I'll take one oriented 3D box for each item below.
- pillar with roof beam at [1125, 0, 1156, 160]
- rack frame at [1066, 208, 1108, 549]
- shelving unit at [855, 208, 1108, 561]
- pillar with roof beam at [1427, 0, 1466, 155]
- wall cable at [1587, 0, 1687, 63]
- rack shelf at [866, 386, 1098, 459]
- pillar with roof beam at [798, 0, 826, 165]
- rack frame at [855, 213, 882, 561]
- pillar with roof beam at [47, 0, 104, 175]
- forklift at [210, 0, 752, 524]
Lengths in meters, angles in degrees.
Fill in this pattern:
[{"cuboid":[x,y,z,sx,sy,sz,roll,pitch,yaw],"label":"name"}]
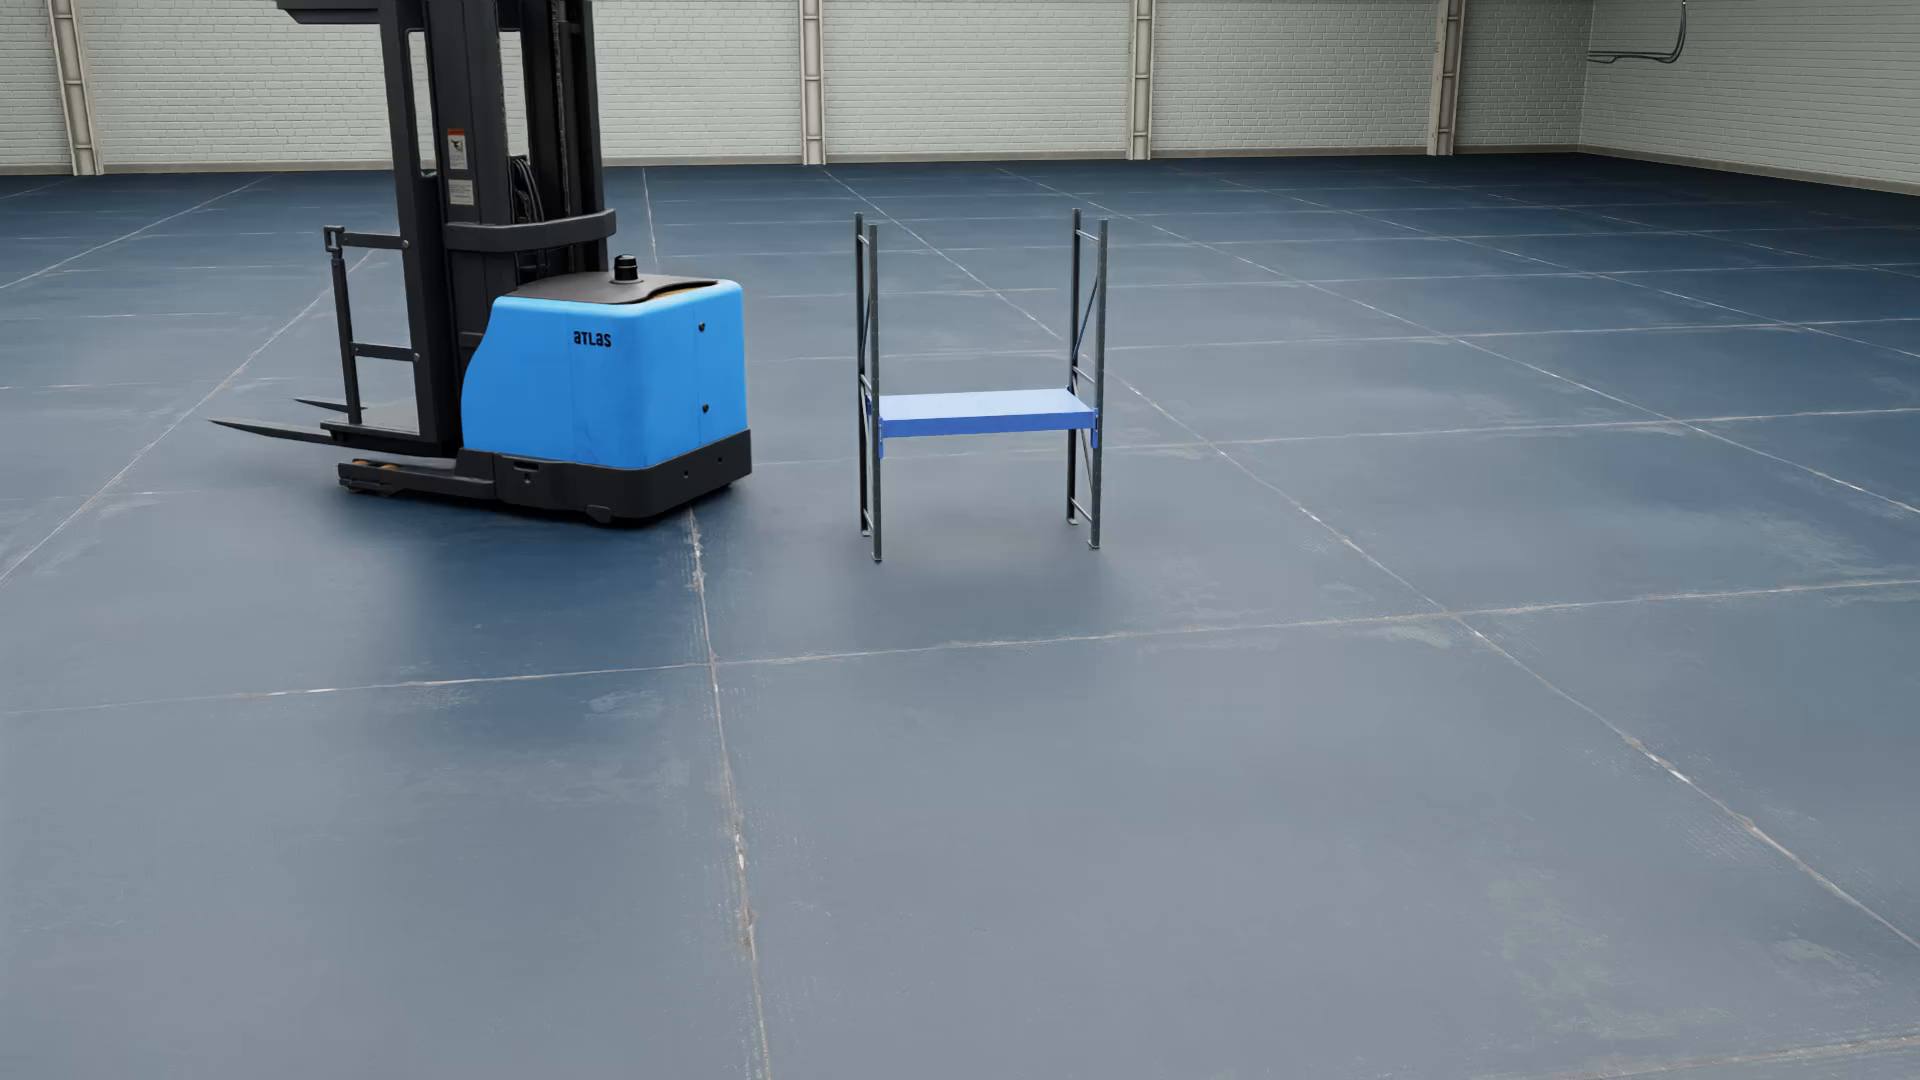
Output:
[{"cuboid":[4.104,-10.103,25.380,0.400,9.000,9.100,-3,17,-10],"label":"pillar with roof beam"},{"cuboid":[0.583,-0.750,7.699,0.032,1.500,0.500,-3,17,-10],"label":"rack frame"},{"cuboid":[0.084,-0.722,7.607,1.048,1.500,0.538,-3,17,-10],"label":"shelving unit"},{"cuboid":[9.995,-10.438,26.468,0.400,9.000,9.100,-3,17,-10],"label":"pillar with roof beam"},{"cuboid":[12.322,-9.977,30.258,0.112,2.526,3.097,-3,17,-10],"label":"wall cable"},{"cuboid":[0.084,-0.550,7.660,1.000,0.185,0.538,-3,17,-10],"label":"rack shelf"},{"cuboid":[-1.787,-9.769,24.292,0.400,9.000,9.100,-3,17,-10],"label":"pillar with roof beam"},{"cuboid":[-0.415,-0.693,7.515,0.032,1.500,0.500,-3,17,-10],"label":"rack frame"},{"cuboid":[-13.569,-9.101,22.116,0.400,9.000,9.100,-3,17,-10],"label":"pillar with roof beam"},{"cuboid":[-2.649,-1.752,8.523,3.031,2.935,1.130,8,19,24],"label":"forklift"}]
